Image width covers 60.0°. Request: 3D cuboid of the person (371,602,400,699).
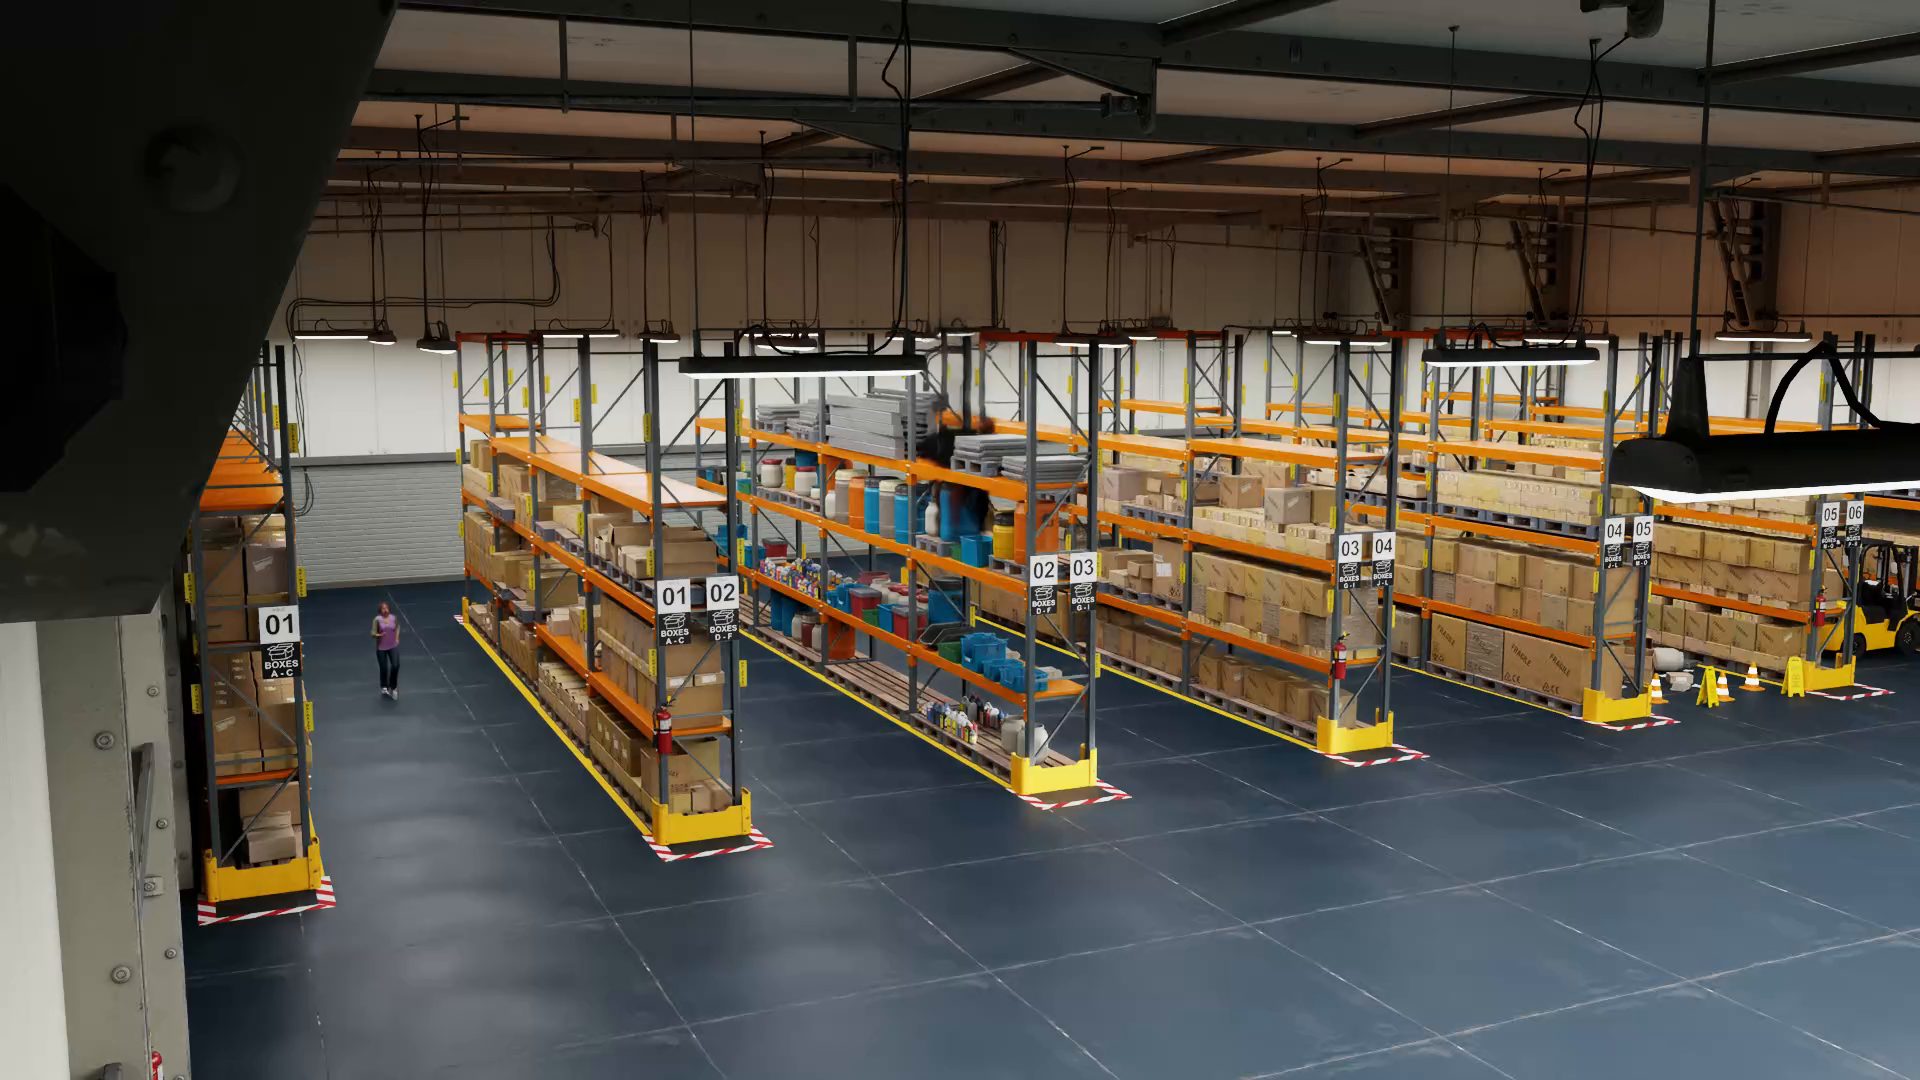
[{"bbox_3d":[-9.499,1.879,27.594,0.514,1.537,0.653,-4,9,-30],"label":"person"}]
